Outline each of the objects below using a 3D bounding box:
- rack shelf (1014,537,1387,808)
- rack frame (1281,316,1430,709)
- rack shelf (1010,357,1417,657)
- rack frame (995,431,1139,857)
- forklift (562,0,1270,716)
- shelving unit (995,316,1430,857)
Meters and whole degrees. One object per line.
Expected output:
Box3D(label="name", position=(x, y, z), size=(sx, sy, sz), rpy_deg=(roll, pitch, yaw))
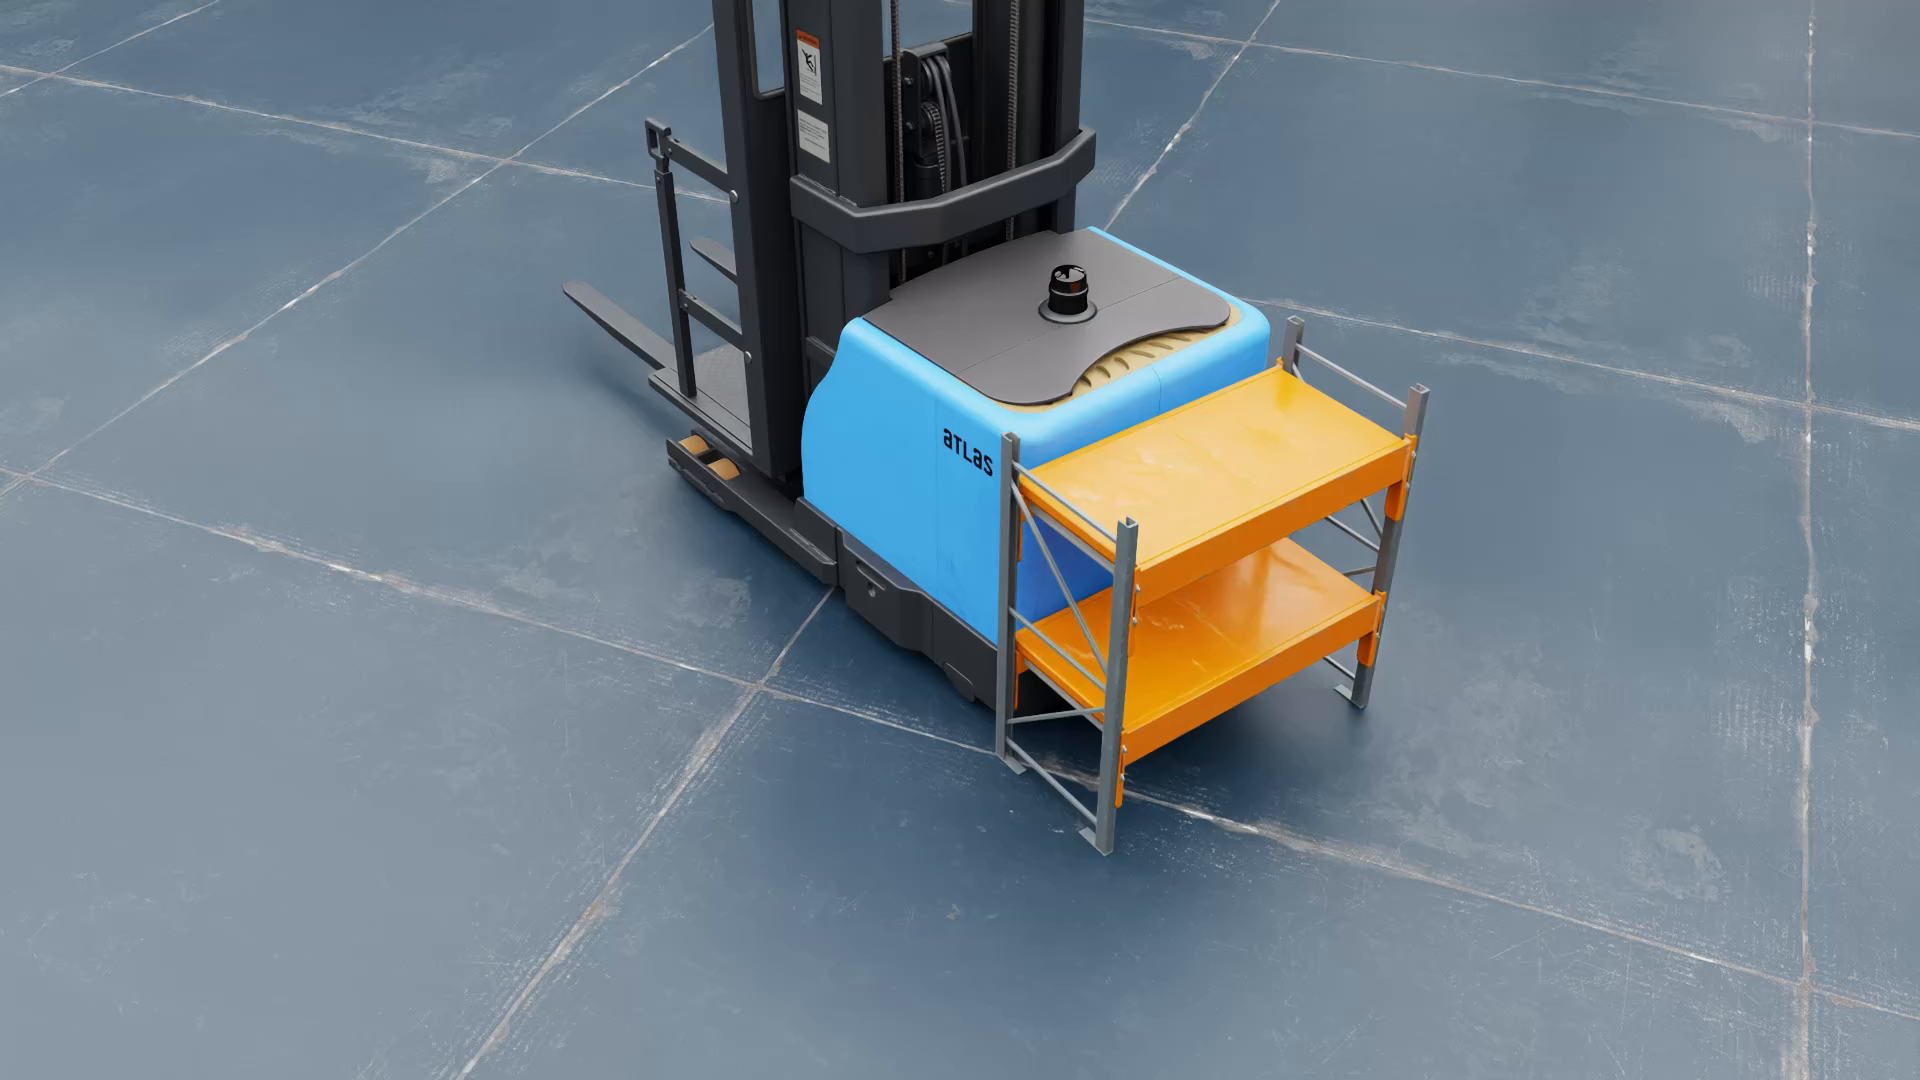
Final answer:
Box3D(label="rack shelf", position=(0.674, 0.313, 4.800), size=(1.000, 0.278, 0.538), rpy_deg=(-24, 43, -28))
Box3D(label="rack frame", position=(1.085, -0.062, 4.893), size=(0.032, 1.125, 0.500), rpy_deg=(-24, 43, -28))
Box3D(label="rack shelf", position=(0.674, -0.117, 4.478), size=(1.000, 0.278, 0.538), rpy_deg=(-24, 43, -28))
Box3D(label="rack frame", position=(0.263, 0.297, 4.414), size=(0.032, 1.125, 0.500), rpy_deg=(-24, 43, -28))
Box3D(label="forklift", position=(-0.402, -1.465, 5.262), size=(1.130, 2.935, 3.031), rpy_deg=(-26, 44, -31))
Box3D(label="shelving unit", position=(0.674, 0.117, 4.653), size=(1.048, 1.125, 0.538), rpy_deg=(-24, 43, -28))
